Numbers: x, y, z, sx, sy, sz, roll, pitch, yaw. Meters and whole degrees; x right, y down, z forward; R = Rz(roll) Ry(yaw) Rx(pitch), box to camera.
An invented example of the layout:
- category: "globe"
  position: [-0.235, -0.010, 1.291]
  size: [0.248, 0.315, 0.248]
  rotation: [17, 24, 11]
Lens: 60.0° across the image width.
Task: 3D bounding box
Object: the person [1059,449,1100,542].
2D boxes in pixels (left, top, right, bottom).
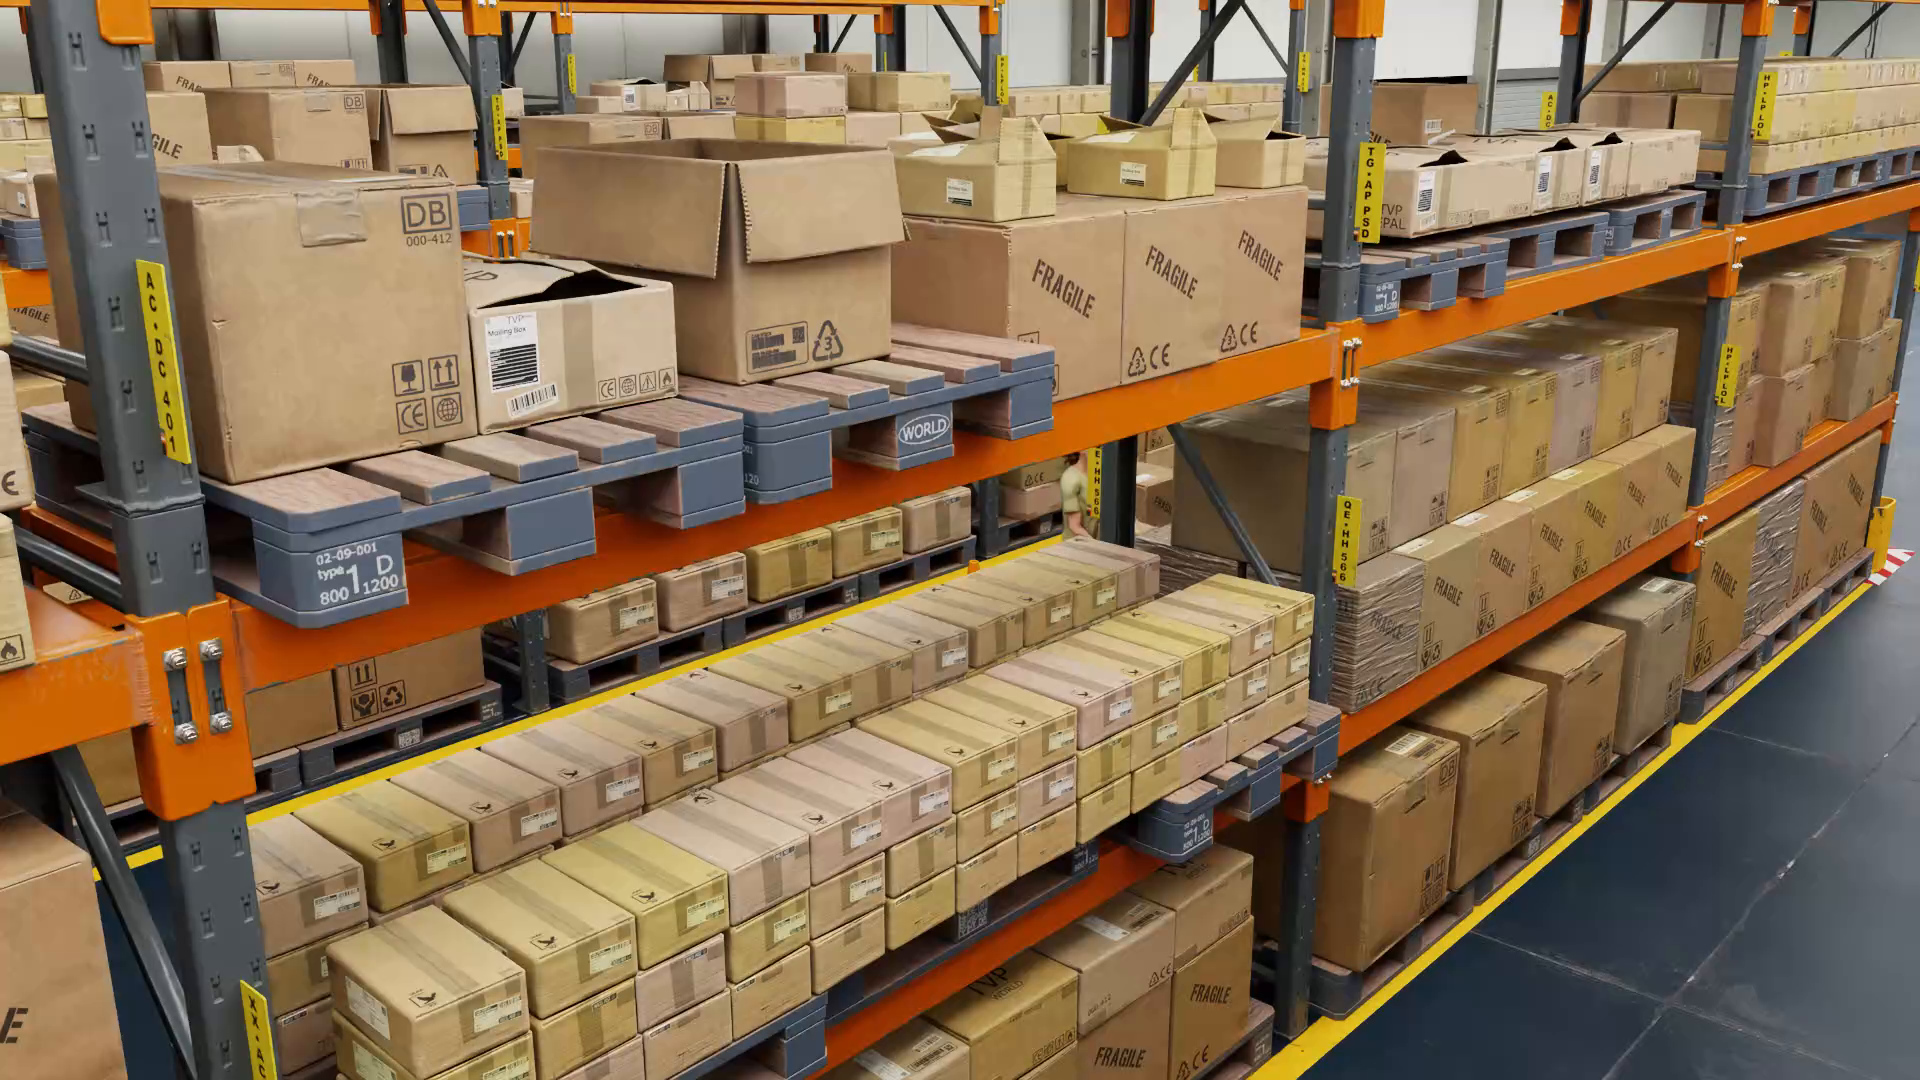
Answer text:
- category: "person"
  position: [0.798, 0.143, 9.577]
  size: [0.523, 1.672, 0.452]
  rotation: [14, 22, 39]
